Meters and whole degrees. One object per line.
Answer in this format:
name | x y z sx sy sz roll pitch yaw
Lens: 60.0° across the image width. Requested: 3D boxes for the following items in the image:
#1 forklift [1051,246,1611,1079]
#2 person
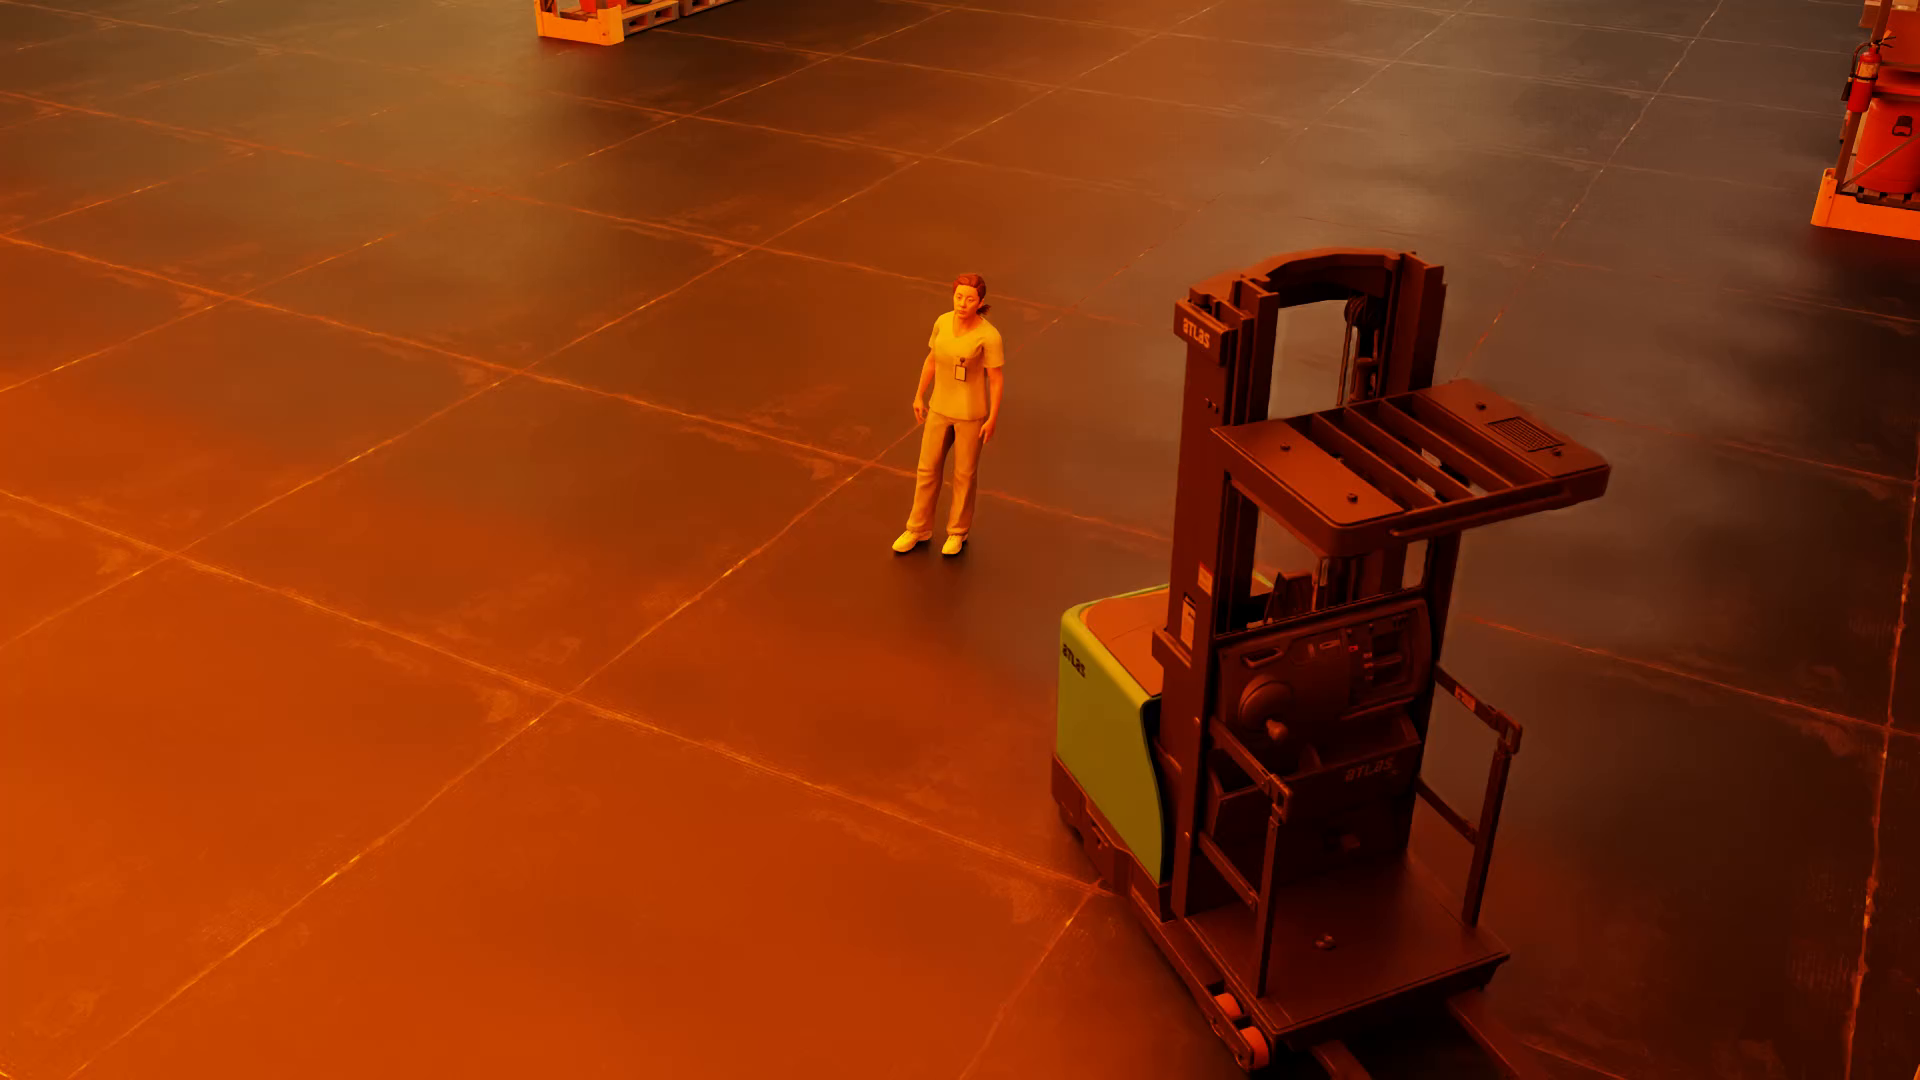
forklift | 1.473 0.541 6.133 1.130 2.935 3.031 -12 32 -20
person | -0.047 -0.698 9.533 0.550 1.664 0.549 15 33 25
